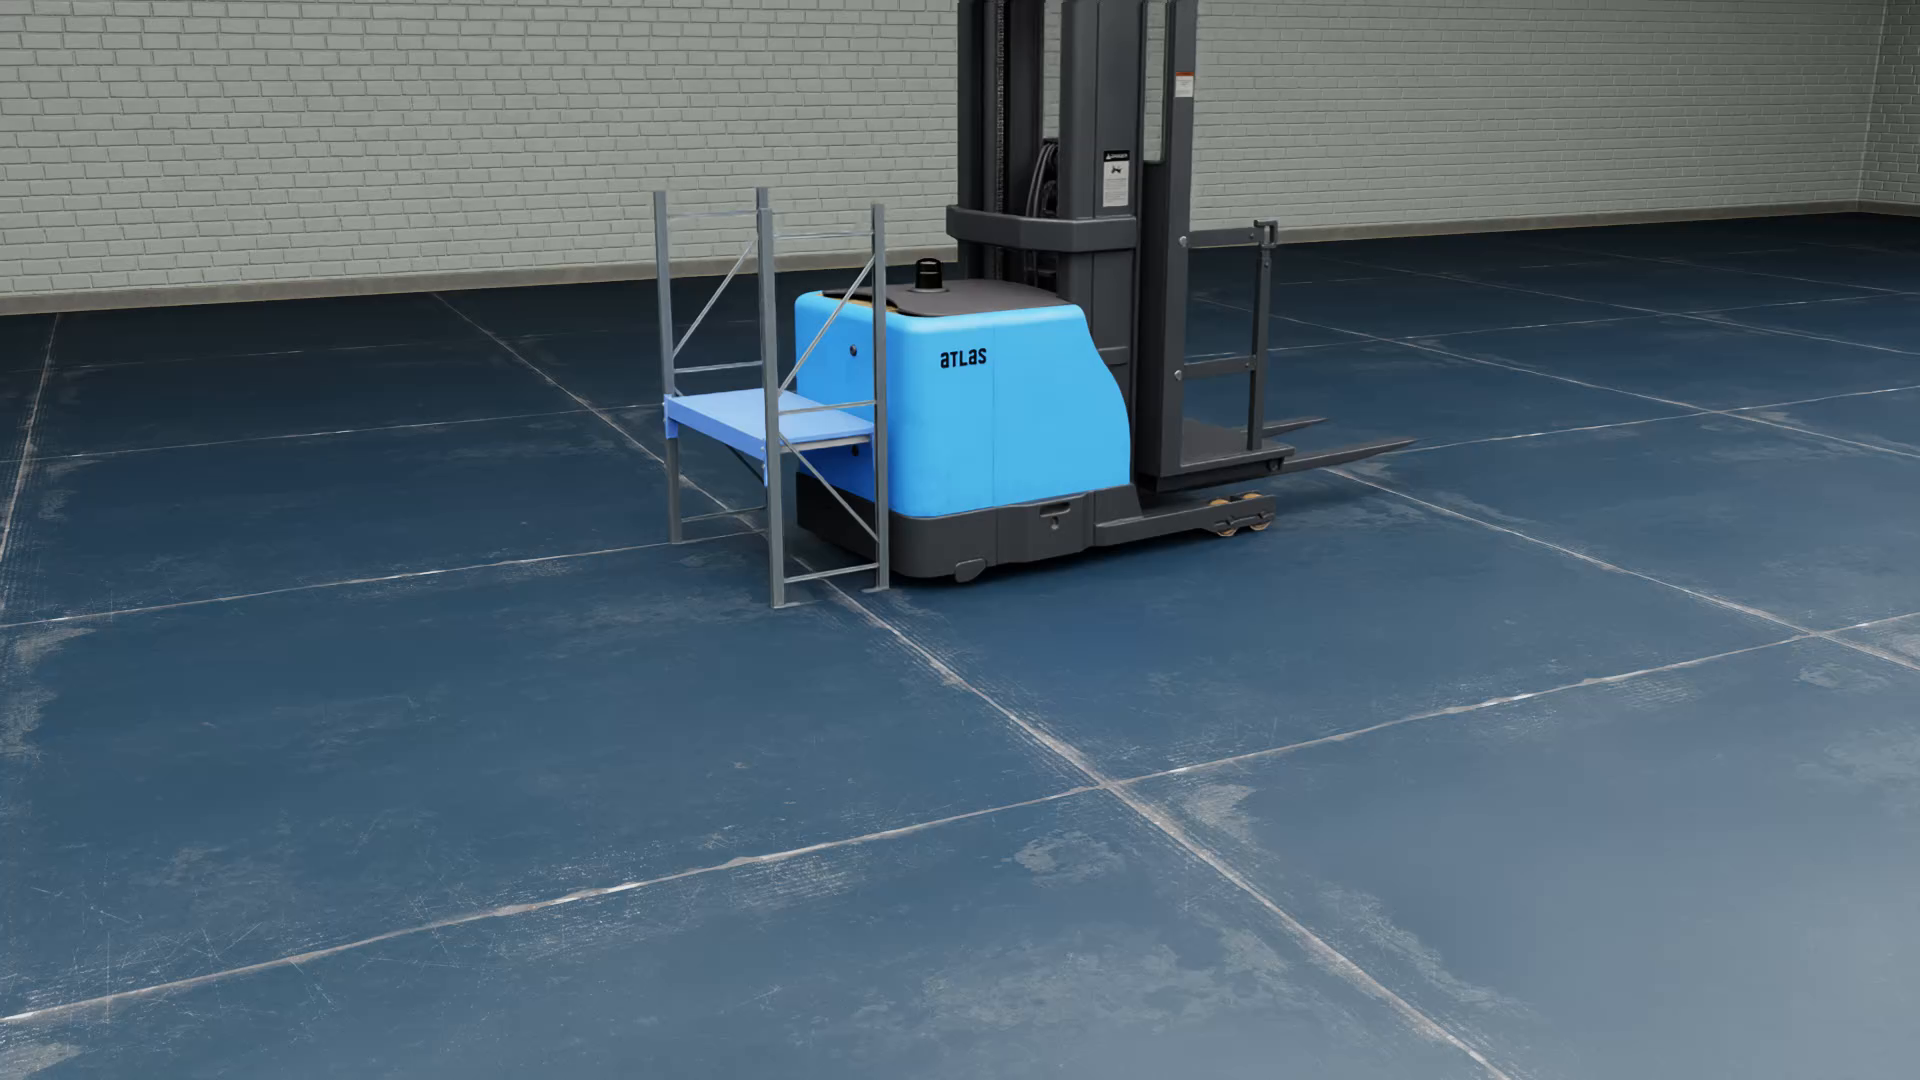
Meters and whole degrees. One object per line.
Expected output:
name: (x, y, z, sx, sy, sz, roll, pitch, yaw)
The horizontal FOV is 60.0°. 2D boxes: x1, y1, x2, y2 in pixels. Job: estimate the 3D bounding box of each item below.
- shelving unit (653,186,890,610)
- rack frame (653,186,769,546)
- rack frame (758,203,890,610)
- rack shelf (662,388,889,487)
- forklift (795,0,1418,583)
shelving unit: (-0.764, -0.613, 6.667, 0.538, 1.500, 1.048, -10, 19, -30)
rack frame: (-1.028, -0.733, 7.084, 0.500, 1.500, 0.032, -10, 19, -30)
rack frame: (-0.500, -0.493, 6.250, 0.500, 1.500, 0.032, -10, 19, -30)
rack shelf: (-0.764, -0.440, 6.717, 0.538, 0.185, 1.000, -10, 19, -30)
forklift: (0.802, -1.531, 7.272, 3.031, 2.935, 1.130, -10, 19, -32)
